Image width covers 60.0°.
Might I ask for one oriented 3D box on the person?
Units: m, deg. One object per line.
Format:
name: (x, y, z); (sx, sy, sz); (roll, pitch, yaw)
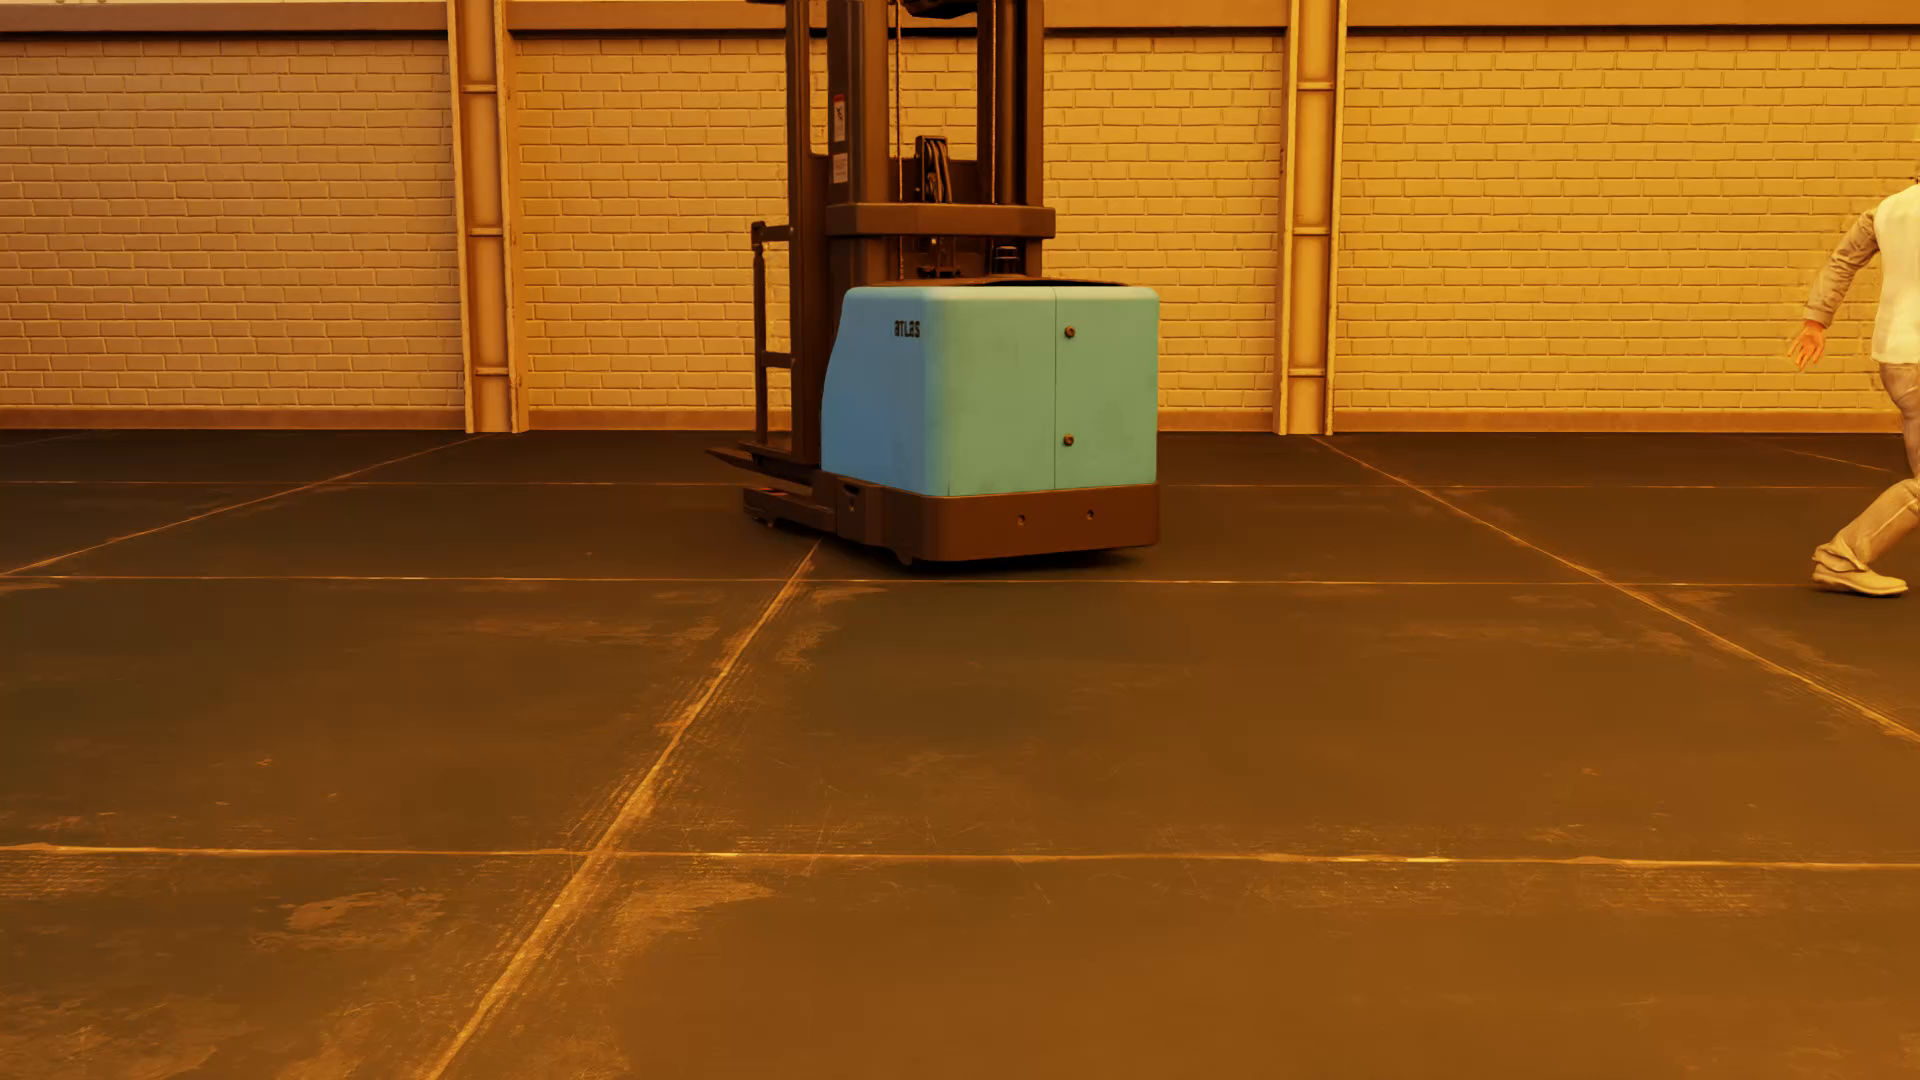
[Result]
person: (3.396, -0.632, 5.724); (0.950, 1.708, 0.554); (3, 9, 19)

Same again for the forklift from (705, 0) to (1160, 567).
forklift: (-0.344, -1.530, 7.439); (1.130, 2.935, 3.031); (-5, 10, -28)
